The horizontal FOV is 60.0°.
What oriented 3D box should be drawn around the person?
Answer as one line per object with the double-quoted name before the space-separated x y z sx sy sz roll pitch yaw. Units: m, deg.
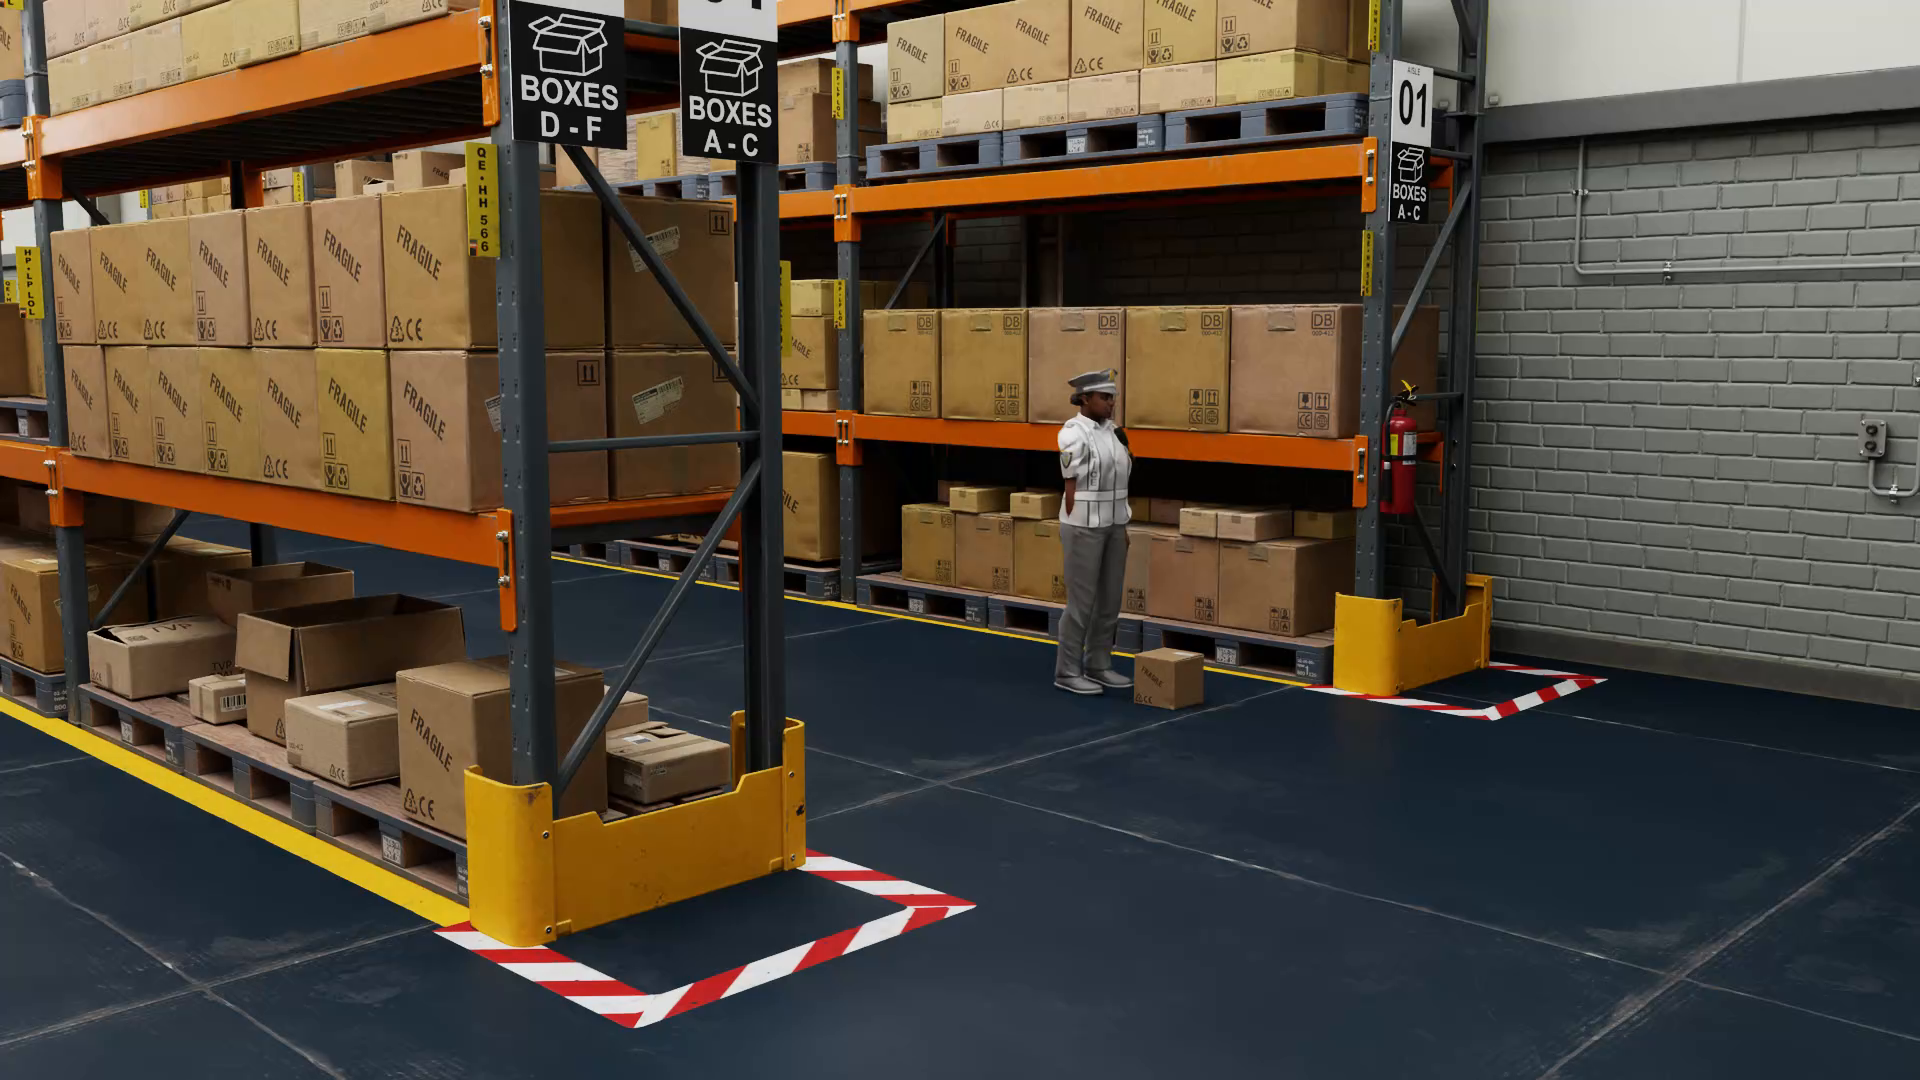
"person" 0.711 -0.048 8.626 0.443 1.681 0.340 -7 10 -44
